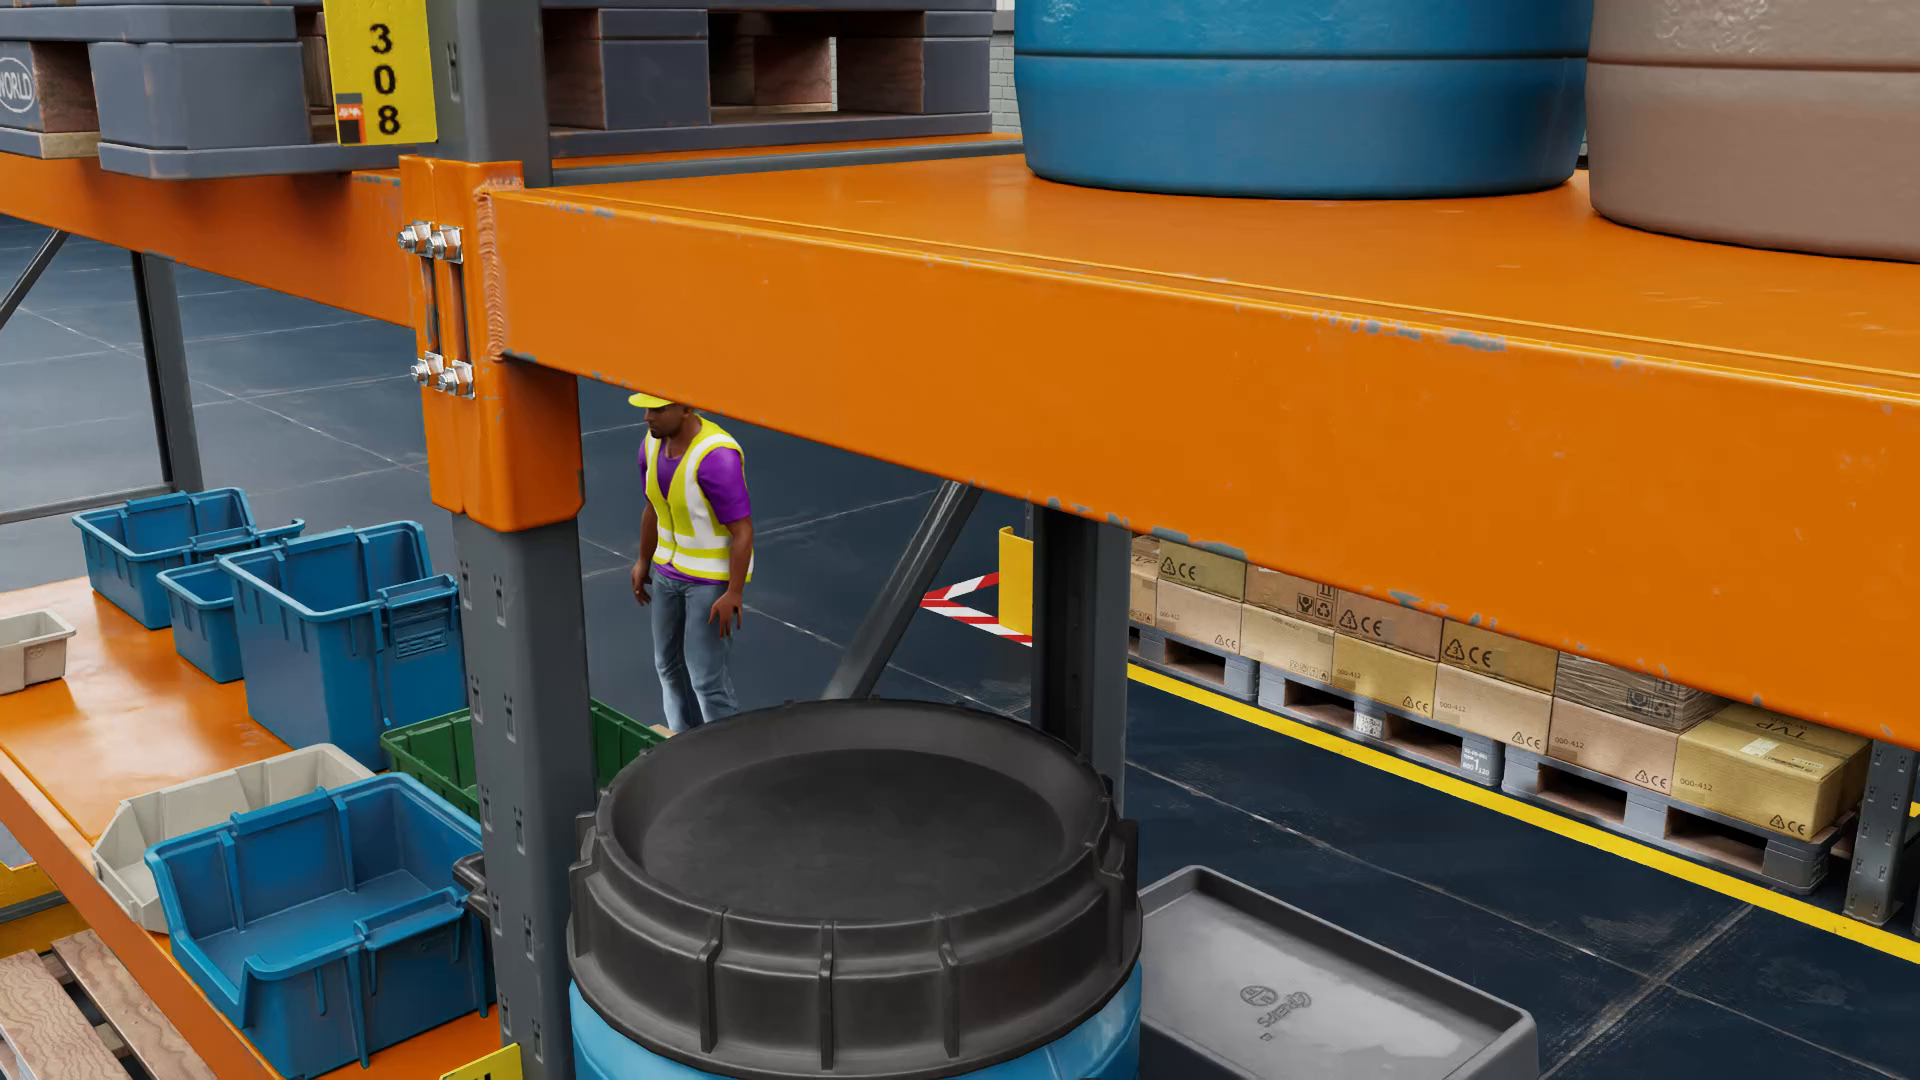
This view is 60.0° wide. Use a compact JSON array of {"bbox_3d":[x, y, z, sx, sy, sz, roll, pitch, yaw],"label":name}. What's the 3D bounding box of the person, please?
[{"bbox_3d":[-1.062,0.149,6.535,0.638,1.761,0.459,16,24,42],"label":"person"}]
